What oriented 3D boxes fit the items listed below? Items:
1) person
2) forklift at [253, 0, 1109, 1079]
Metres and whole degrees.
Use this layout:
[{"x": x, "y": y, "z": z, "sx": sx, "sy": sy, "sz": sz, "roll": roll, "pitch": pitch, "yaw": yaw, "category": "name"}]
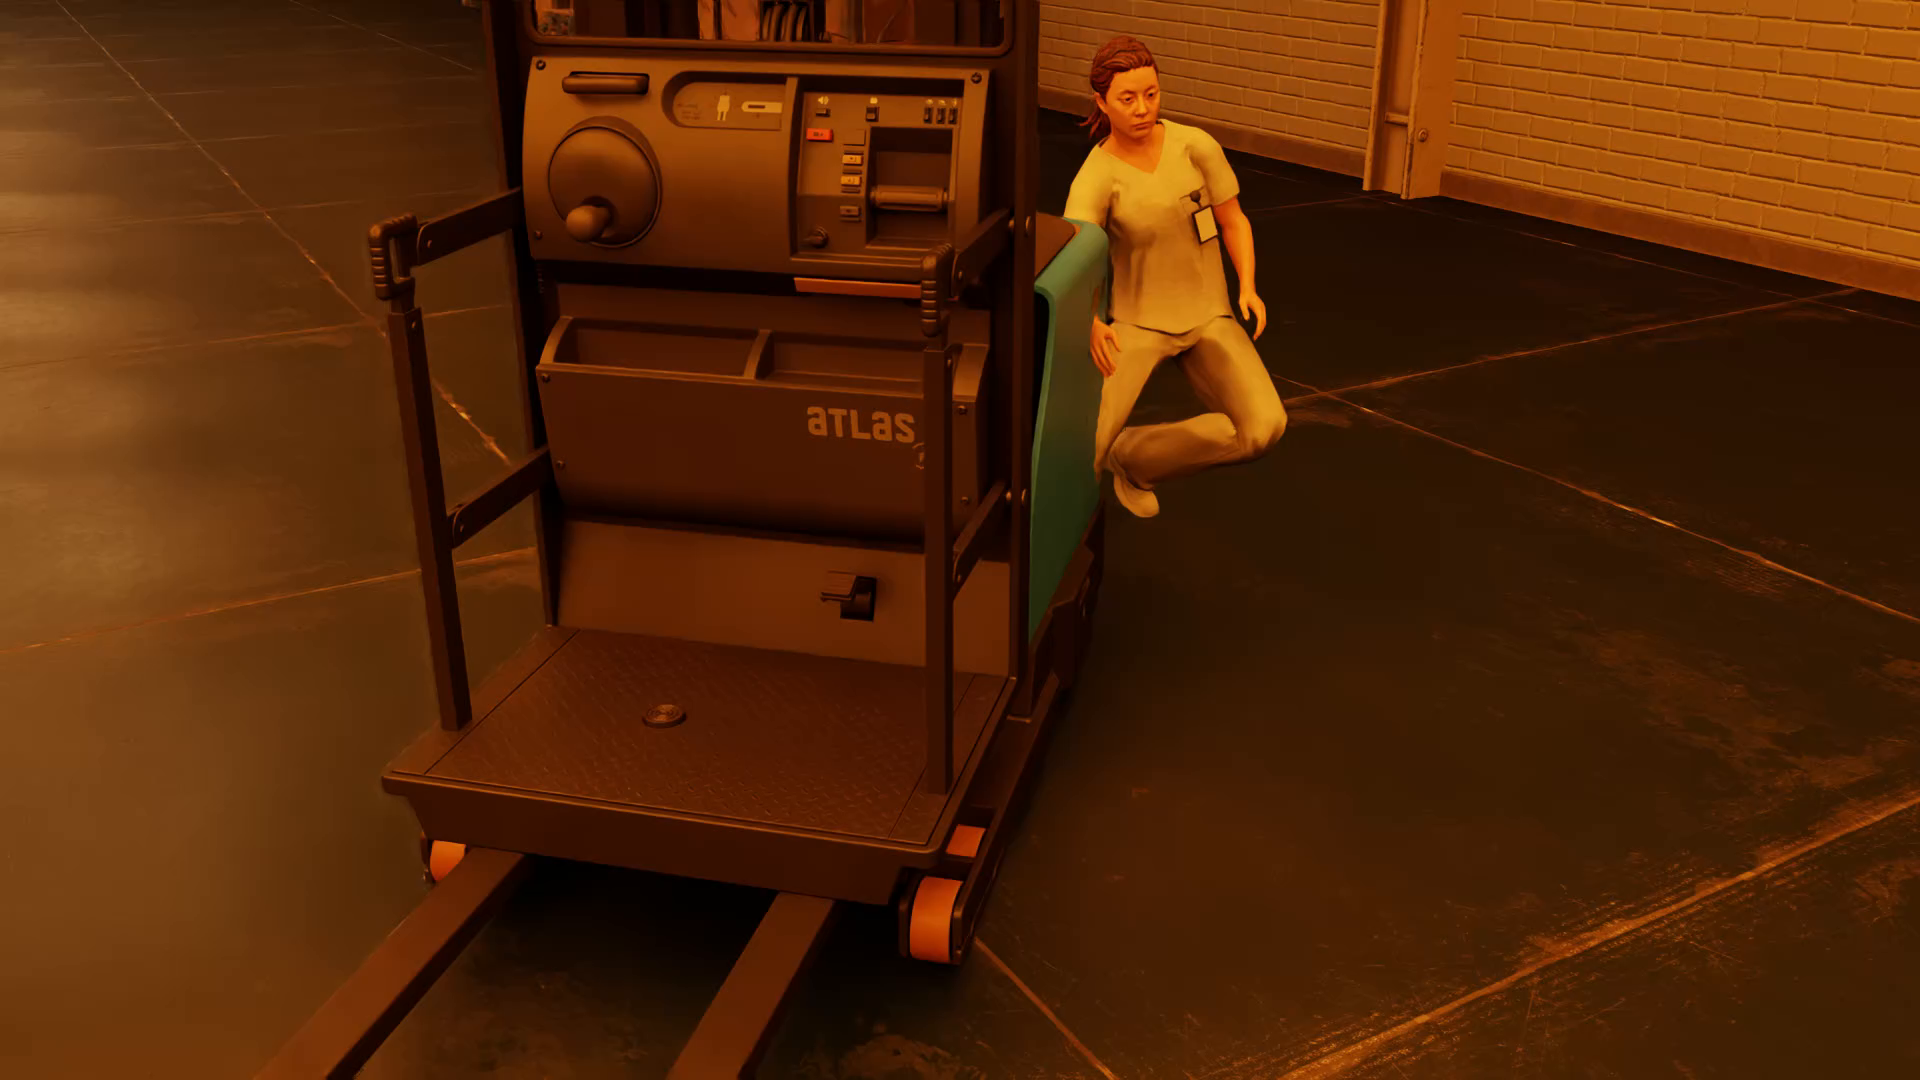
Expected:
[{"x": 0.496, "y": -0.553, "z": 4.478, "sx": 0.719, "sy": 1.518, "sz": 0.697, "roll": -4, "pitch": 23, "yaw": -10, "category": "person"}, {"x": -0.453, "y": -0.709, "z": 3.001, "sx": 1.130, "sy": 2.935, "sz": 3.031, "roll": 5, "pitch": 23, "yaw": 13, "category": "forklift"}]
